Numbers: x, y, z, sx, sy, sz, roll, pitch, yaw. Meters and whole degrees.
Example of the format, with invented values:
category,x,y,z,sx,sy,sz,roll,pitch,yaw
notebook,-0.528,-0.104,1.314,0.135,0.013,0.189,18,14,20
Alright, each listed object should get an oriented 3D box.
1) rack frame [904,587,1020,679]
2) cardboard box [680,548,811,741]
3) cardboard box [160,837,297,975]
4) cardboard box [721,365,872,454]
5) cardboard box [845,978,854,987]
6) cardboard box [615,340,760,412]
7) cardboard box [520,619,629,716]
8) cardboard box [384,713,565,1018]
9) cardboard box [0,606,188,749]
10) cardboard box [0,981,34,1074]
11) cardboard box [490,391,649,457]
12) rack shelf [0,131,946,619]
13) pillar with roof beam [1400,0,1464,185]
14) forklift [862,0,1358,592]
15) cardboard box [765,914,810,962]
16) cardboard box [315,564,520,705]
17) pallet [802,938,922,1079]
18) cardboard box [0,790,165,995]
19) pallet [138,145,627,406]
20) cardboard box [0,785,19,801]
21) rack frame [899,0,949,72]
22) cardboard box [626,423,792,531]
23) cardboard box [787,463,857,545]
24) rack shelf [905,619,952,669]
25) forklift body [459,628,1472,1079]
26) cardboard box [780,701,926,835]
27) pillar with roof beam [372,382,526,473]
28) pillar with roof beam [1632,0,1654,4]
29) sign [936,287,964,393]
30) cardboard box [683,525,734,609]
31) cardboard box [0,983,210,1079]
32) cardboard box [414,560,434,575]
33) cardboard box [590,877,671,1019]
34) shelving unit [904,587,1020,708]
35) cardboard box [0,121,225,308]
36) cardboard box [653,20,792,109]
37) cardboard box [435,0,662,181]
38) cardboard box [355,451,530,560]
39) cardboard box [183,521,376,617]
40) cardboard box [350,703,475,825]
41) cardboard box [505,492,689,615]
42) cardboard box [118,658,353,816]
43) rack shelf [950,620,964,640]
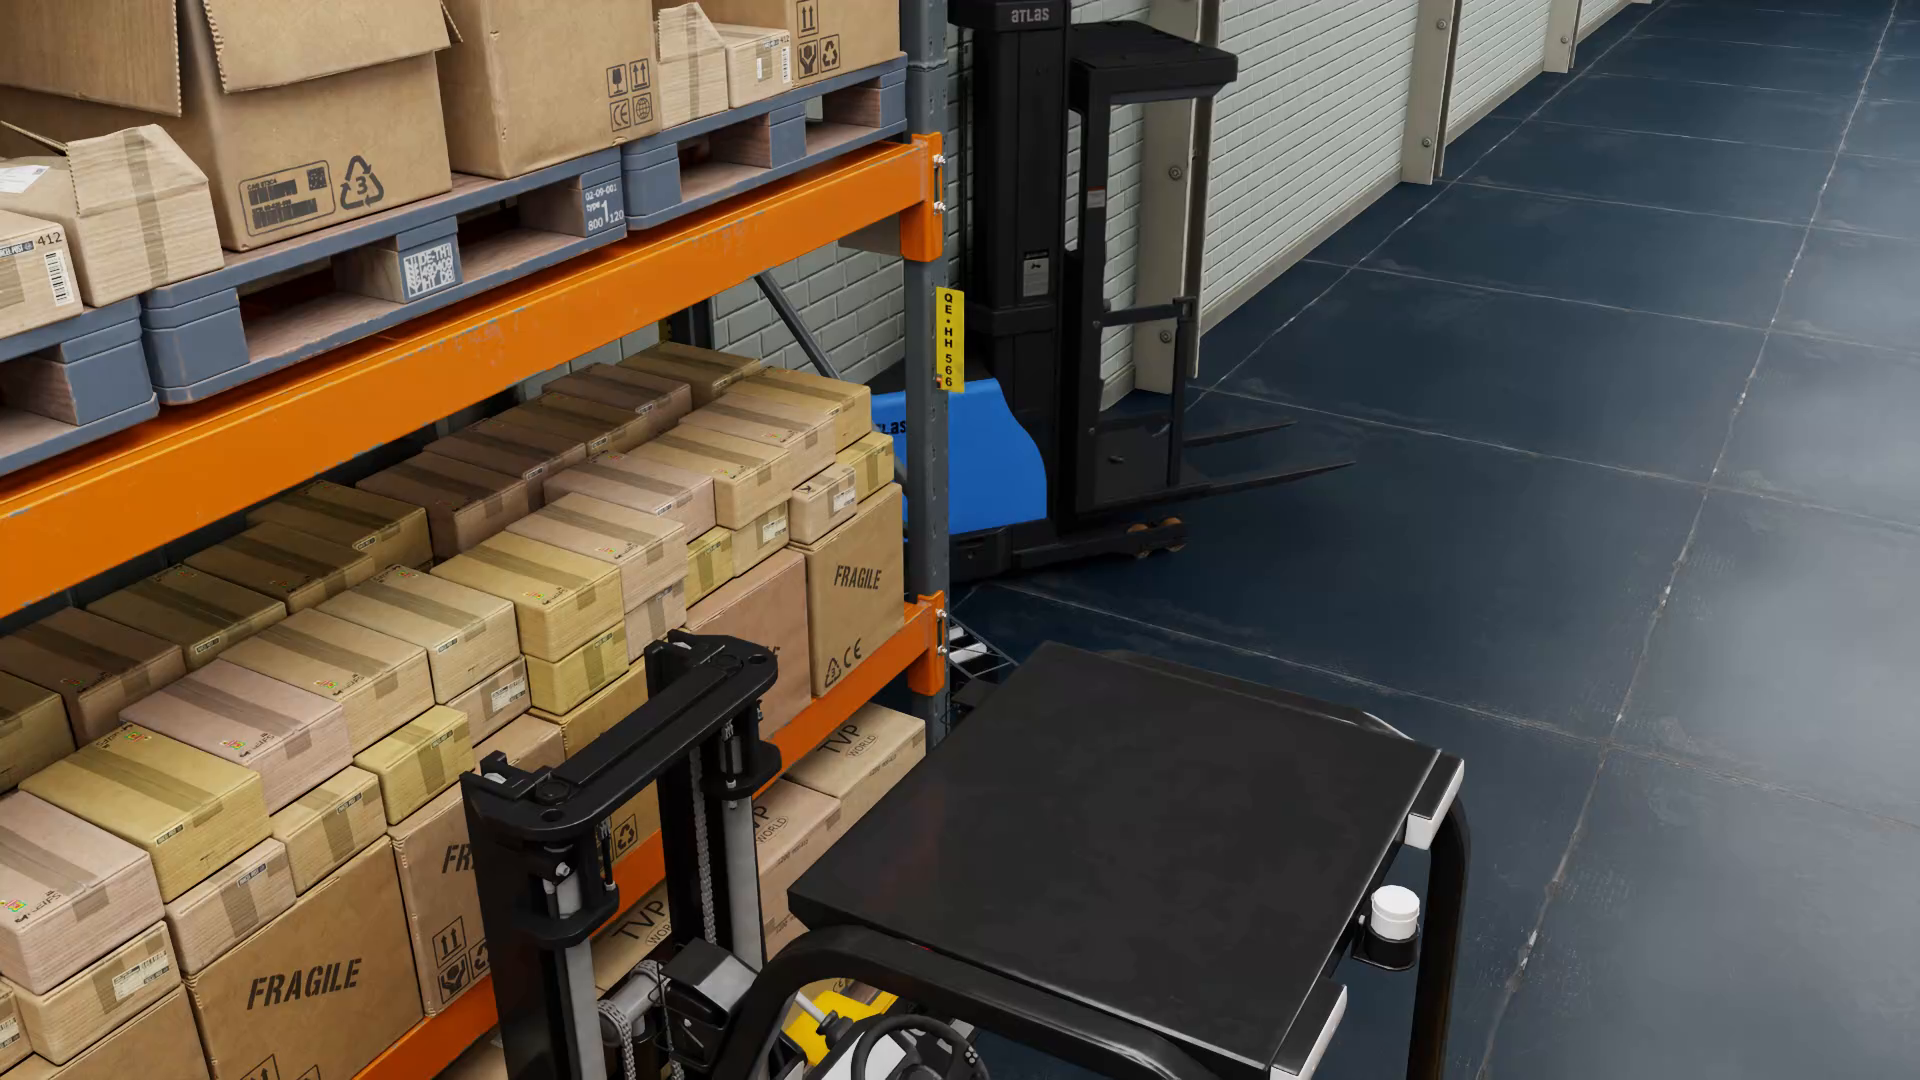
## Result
category,x,y,z,sx,sy,sz,roll,pitch,yaw
rack frame,-0.084,0.412,7.456,0.240,0.006,0.900,-17,32,-31
cardboard box,-0.775,0.298,4.692,0.500,0.500,0.500,15,30,28
cardboard box,-1.534,0.660,3.244,0.380,0.149,0.250,14,30,26
cardboard box,-0.491,-0.389,5.007,0.380,0.149,0.250,14,30,26
cardboard box,-0.455,1.187,5.630,0.500,0.250,0.500,14,30,26
cardboard box,-0.850,-0.491,5.211,0.380,0.149,0.250,14,30,25
cardboard box,-1.035,0.260,4.043,0.380,0.149,0.250,14,30,26
cardboard box,-1.265,0.696,3.897,0.500,0.500,0.500,14,30,26
cardboard box,-1.914,0.301,3.629,0.380,0.149,0.250,14,30,26
cardboard box,-1.851,0.842,2.881,0.380,0.149,0.250,14,30,26
cardboard box,-1.125,-0.290,4.811,0.380,0.149,0.250,15,30,27
rack shelf,-1.482,-0.347,3.546,1.077,0.370,4.000,14,30,26
pillar with roof beam,8.026,-6.446,11.573,9.100,9.000,0.400,14,30,26
forklift,0.657,-1.430,8.332,3.031,2.935,1.130,-10,28,-20
cardboard box,-0.722,1.163,5.120,0.500,0.250,0.500,14,30,26
cardboard box,-1.241,0.210,3.811,0.380,0.149,0.250,15,30,27
pallet,-0.838,1.447,5.623,1.003,0.211,1.213,14,30,26
cardboard box,-1.667,0.624,2.984,0.380,0.149,0.250,15,30,27
pallet,-1.468,-0.662,3.469,1.003,0.211,1.213,14,30,26
cardboard box,-2.004,0.543,3.478,0.380,0.149,0.250,15,30,28
rack frame,-0.499,-2.790,4.270,1.000,3.000,0.127,14,30,26
cardboard box,-0.691,-0.178,4.586,0.380,0.149,0.250,15,30,27
cardboard box,-0.525,-0.139,4.840,0.380,0.149,0.250,15,30,27
rack shelf,-0.155,0.457,7.592,0.258,0.200,0.077,-17,32,-31
forklift body,0.157,1.413,3.524,2.313,2.155,1.214,14,30,26
cardboard box,-0.454,0.736,5.415,0.500,0.250,0.500,15,30,28
pillar with roof beam,2.122,-1.769,2.231,9.100,9.000,0.400,14,30,26
pillar with roof beam,13.929,-11.122,20.916,9.100,9.000,0.400,14,30,26
sign,-0.033,-0.606,5.051,0.100,0.325,0.005,14,30,26
cardboard box,-0.838,0.043,4.477,0.380,0.149,0.250,14,30,26
cardboard box,-1.779,1.085,3.120,0.500,0.500,0.500,15,30,27
cardboard box,-1.586,0.119,4.326,0.380,0.149,0.250,15,30,28
cardboard box,-0.939,1.135,4.618,0.500,0.250,0.500,15,30,27
shelving unit,-0.084,0.503,7.502,0.258,0.210,0.900,-17,32,-31
cardboard box,-1.472,-0.574,2.763,0.396,0.266,0.258,13,30,25
cardboard box,-0.642,-1.179,4.103,0.380,0.149,0.250,13,30,25
cardboard box,-1.095,-1.122,3.598,0.700,0.500,0.500,14,30,26
cardboard box,-1.368,-0.089,4.408,0.380,0.149,0.250,15,30,28
cardboard box,-1.636,0.105,4.020,0.380,0.149,0.250,14,30,26
cardboard box,-1.302,0.452,3.659,0.380,0.149,0.250,14,30,25
cardboard box,-0.909,0.029,4.173,0.380,0.149,0.250,15,30,27
cardboard box,-1.486,0.406,3.420,0.380,0.149,0.250,14,30,26
rack shelf,-0.103,0.490,7.526,0.258,0.200,0.077,-17,32,-31
